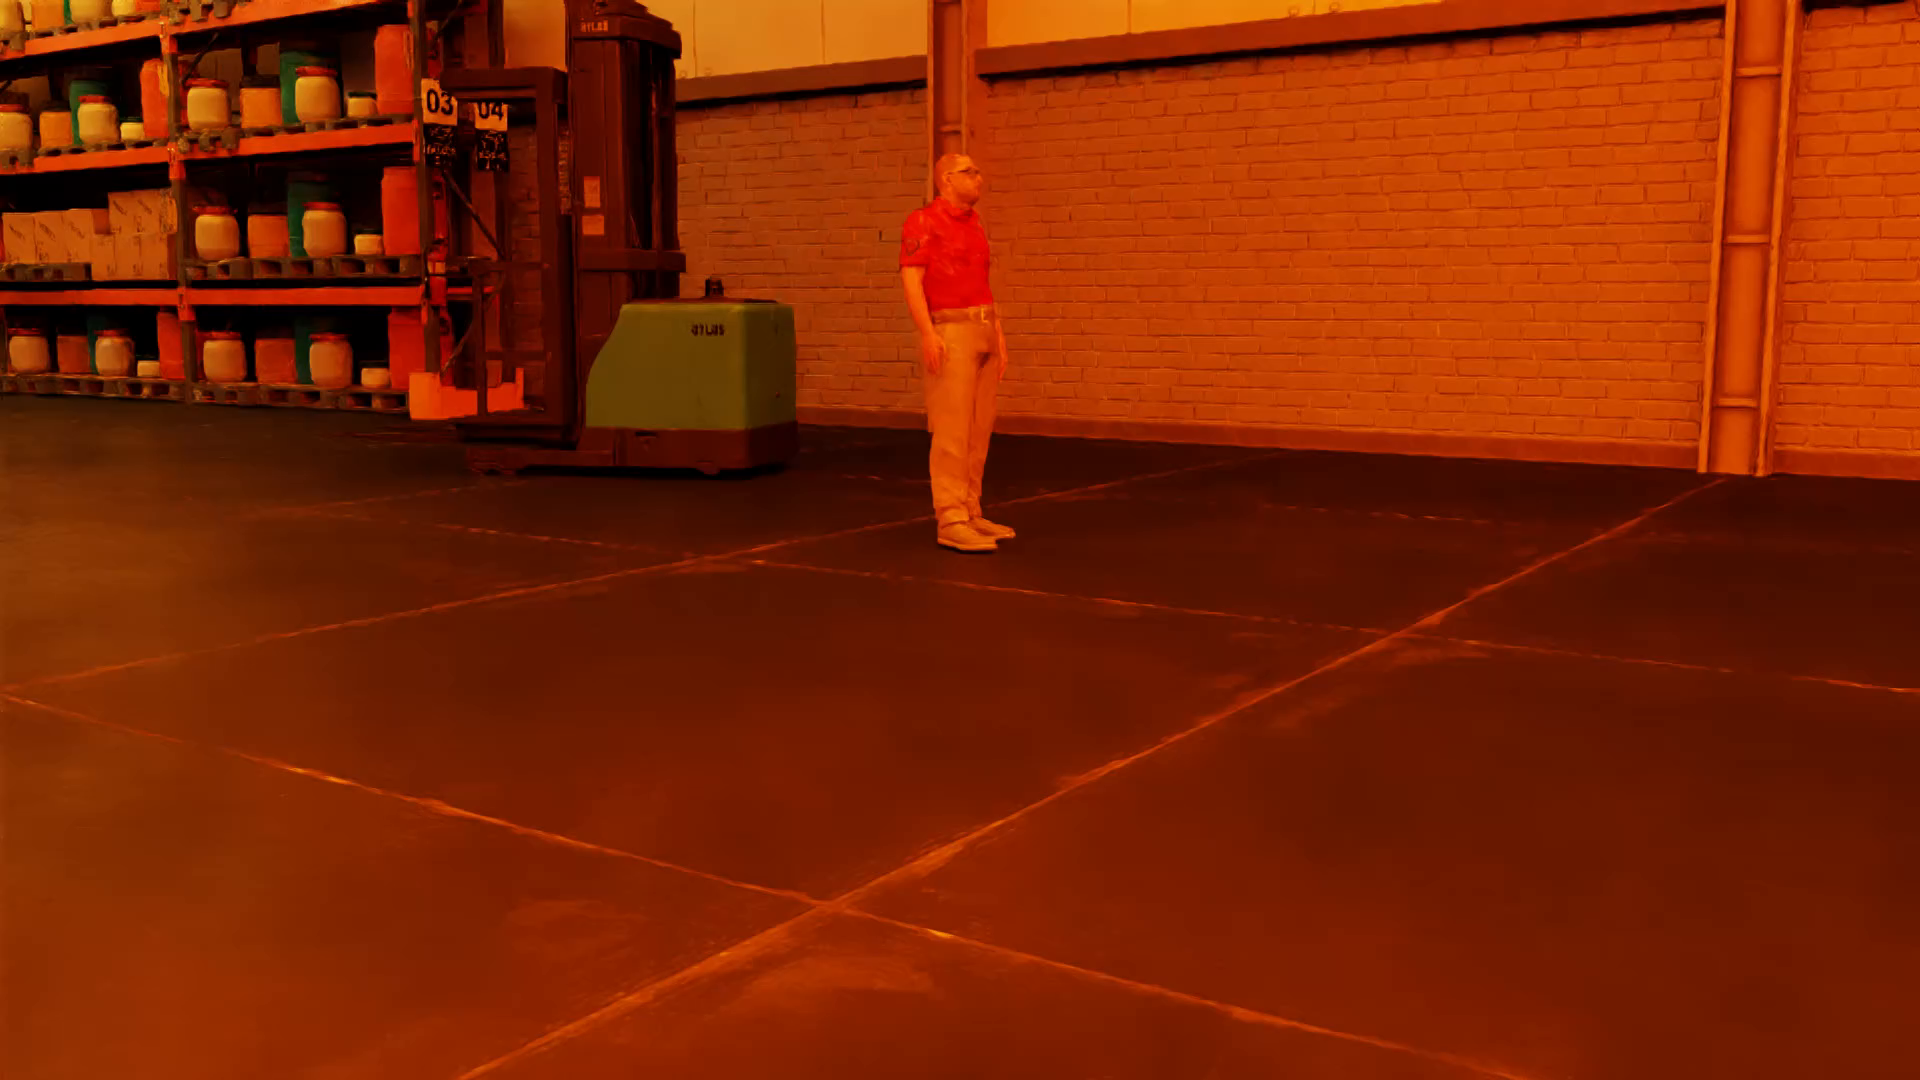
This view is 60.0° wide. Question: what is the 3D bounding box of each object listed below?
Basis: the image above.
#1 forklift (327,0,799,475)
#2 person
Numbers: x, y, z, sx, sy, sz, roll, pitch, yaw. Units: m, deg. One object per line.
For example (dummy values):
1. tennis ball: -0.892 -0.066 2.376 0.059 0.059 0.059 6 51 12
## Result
1. forklift: -2.645 -1.933 10.786 3.031 2.935 1.130 2 8 14
2. person: 0.068 -0.855 7.421 0.550 1.727 0.640 5 10 34
